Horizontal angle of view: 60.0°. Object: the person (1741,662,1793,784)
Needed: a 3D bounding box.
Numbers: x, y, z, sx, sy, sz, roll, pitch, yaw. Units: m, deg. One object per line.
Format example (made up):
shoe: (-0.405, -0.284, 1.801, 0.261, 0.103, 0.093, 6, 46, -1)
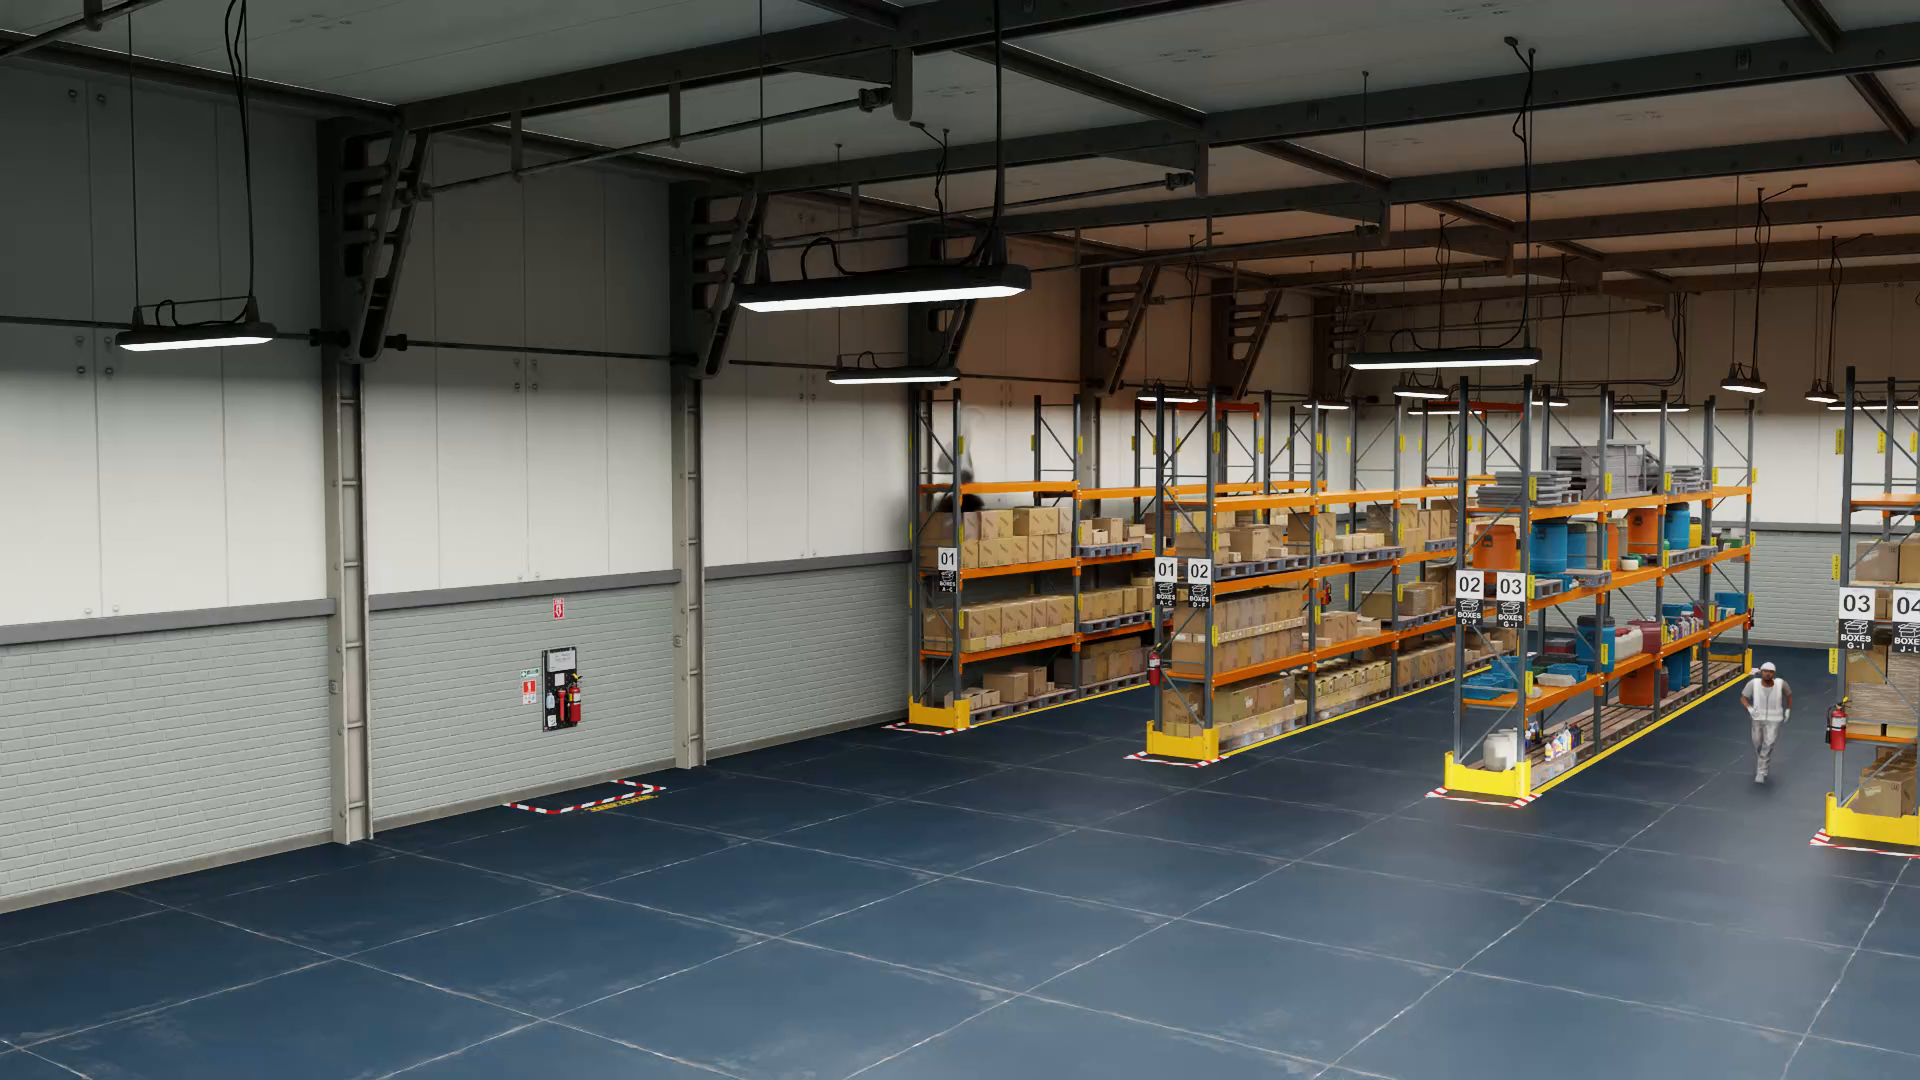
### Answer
person: (12.086, 2.703, 24.939, 0.707, 1.767, 0.976, 2, 4, 27)
